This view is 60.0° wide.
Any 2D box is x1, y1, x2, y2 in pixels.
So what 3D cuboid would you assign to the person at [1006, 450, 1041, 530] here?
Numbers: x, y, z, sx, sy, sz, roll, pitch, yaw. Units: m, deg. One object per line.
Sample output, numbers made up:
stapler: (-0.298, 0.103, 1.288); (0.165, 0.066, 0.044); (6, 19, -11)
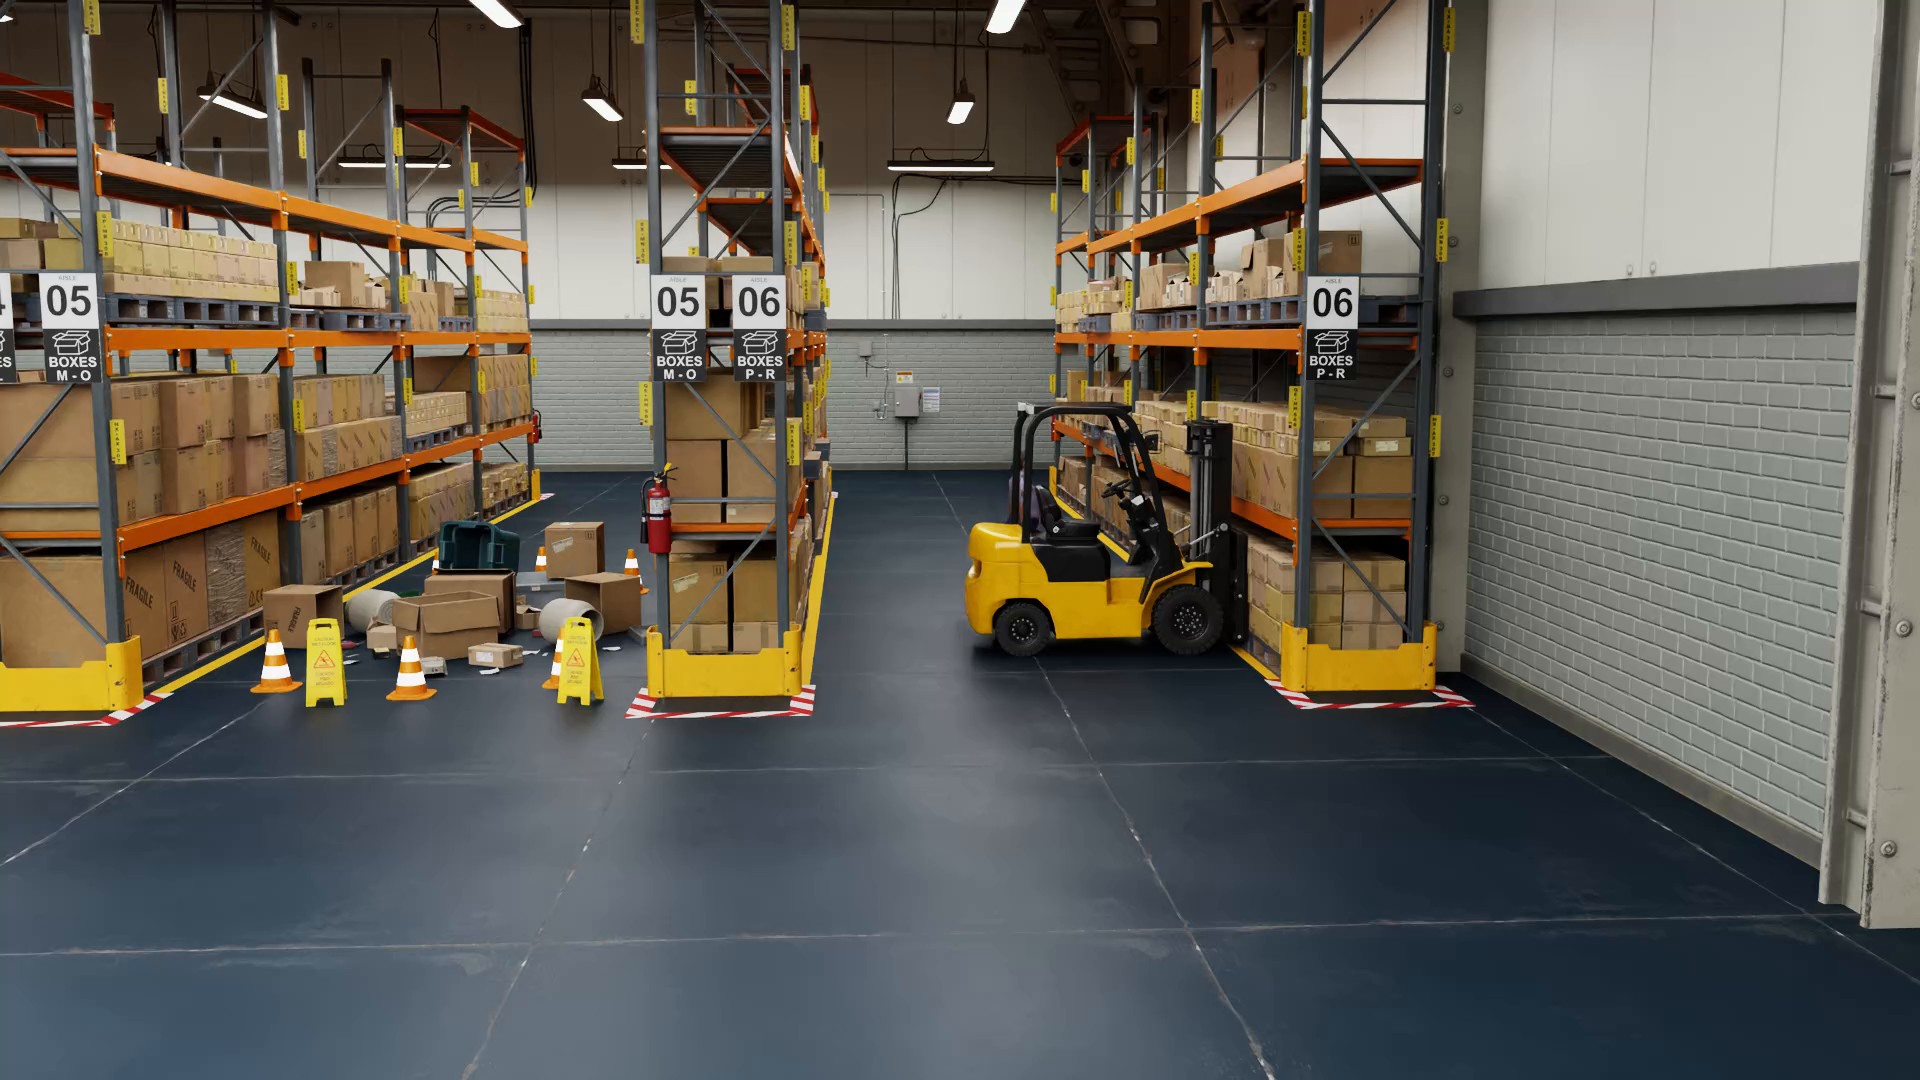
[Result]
person: (0.627, -0.082, 16.425); (0.872, 1.611, 0.537); (-1, 7, -9)
